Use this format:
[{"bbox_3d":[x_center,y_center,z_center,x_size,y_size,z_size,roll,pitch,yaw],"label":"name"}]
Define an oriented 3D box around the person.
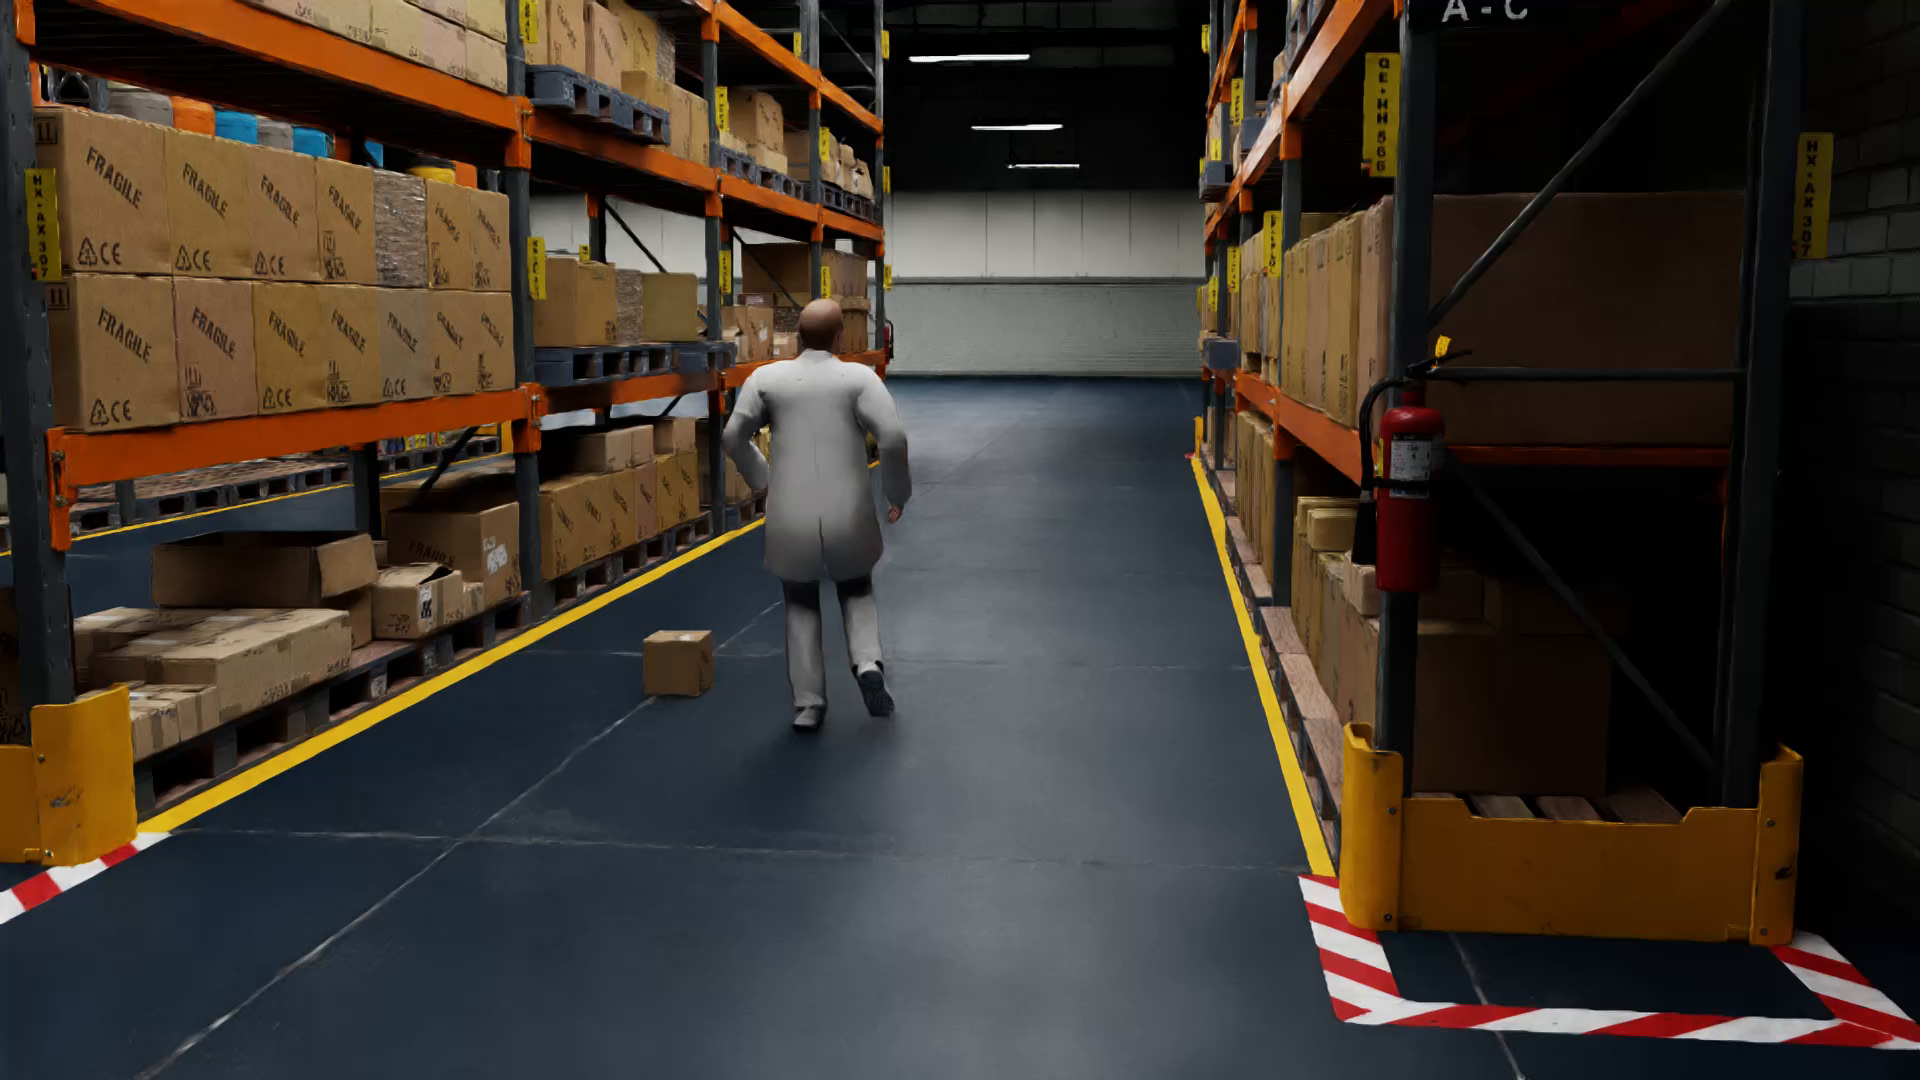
[{"bbox_3d":[-0.579,-0.106,6.786,0.764,1.743,0.535,-1,7,-4],"label":"person"}]
